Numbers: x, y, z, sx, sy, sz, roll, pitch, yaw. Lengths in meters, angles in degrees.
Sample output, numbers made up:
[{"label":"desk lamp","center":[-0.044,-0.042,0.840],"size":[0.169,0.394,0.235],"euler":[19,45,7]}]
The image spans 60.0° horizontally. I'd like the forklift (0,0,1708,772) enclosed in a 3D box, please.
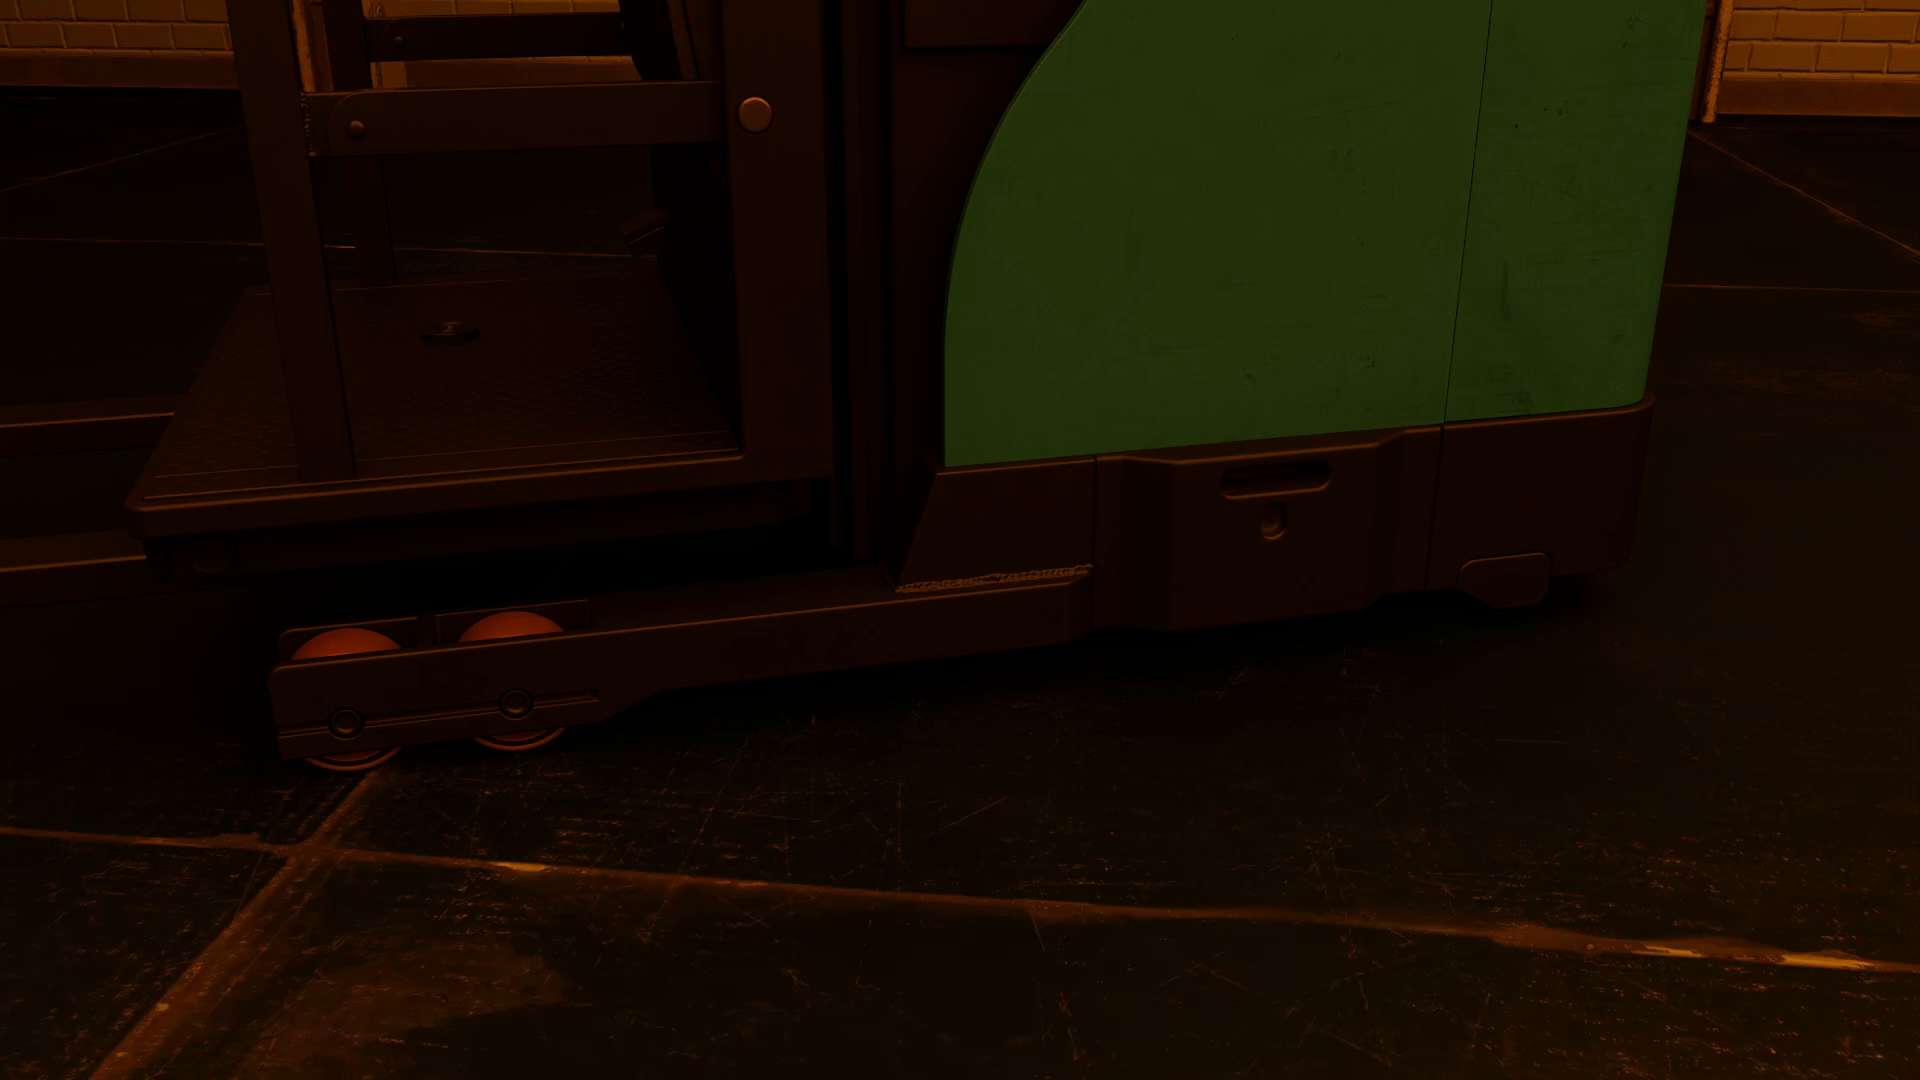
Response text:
[{"label":"forklift","center":[-0.588,-1.301,1.985],"size":[3.031,2.935,1.130],"euler":[-6,23,-14]}]
